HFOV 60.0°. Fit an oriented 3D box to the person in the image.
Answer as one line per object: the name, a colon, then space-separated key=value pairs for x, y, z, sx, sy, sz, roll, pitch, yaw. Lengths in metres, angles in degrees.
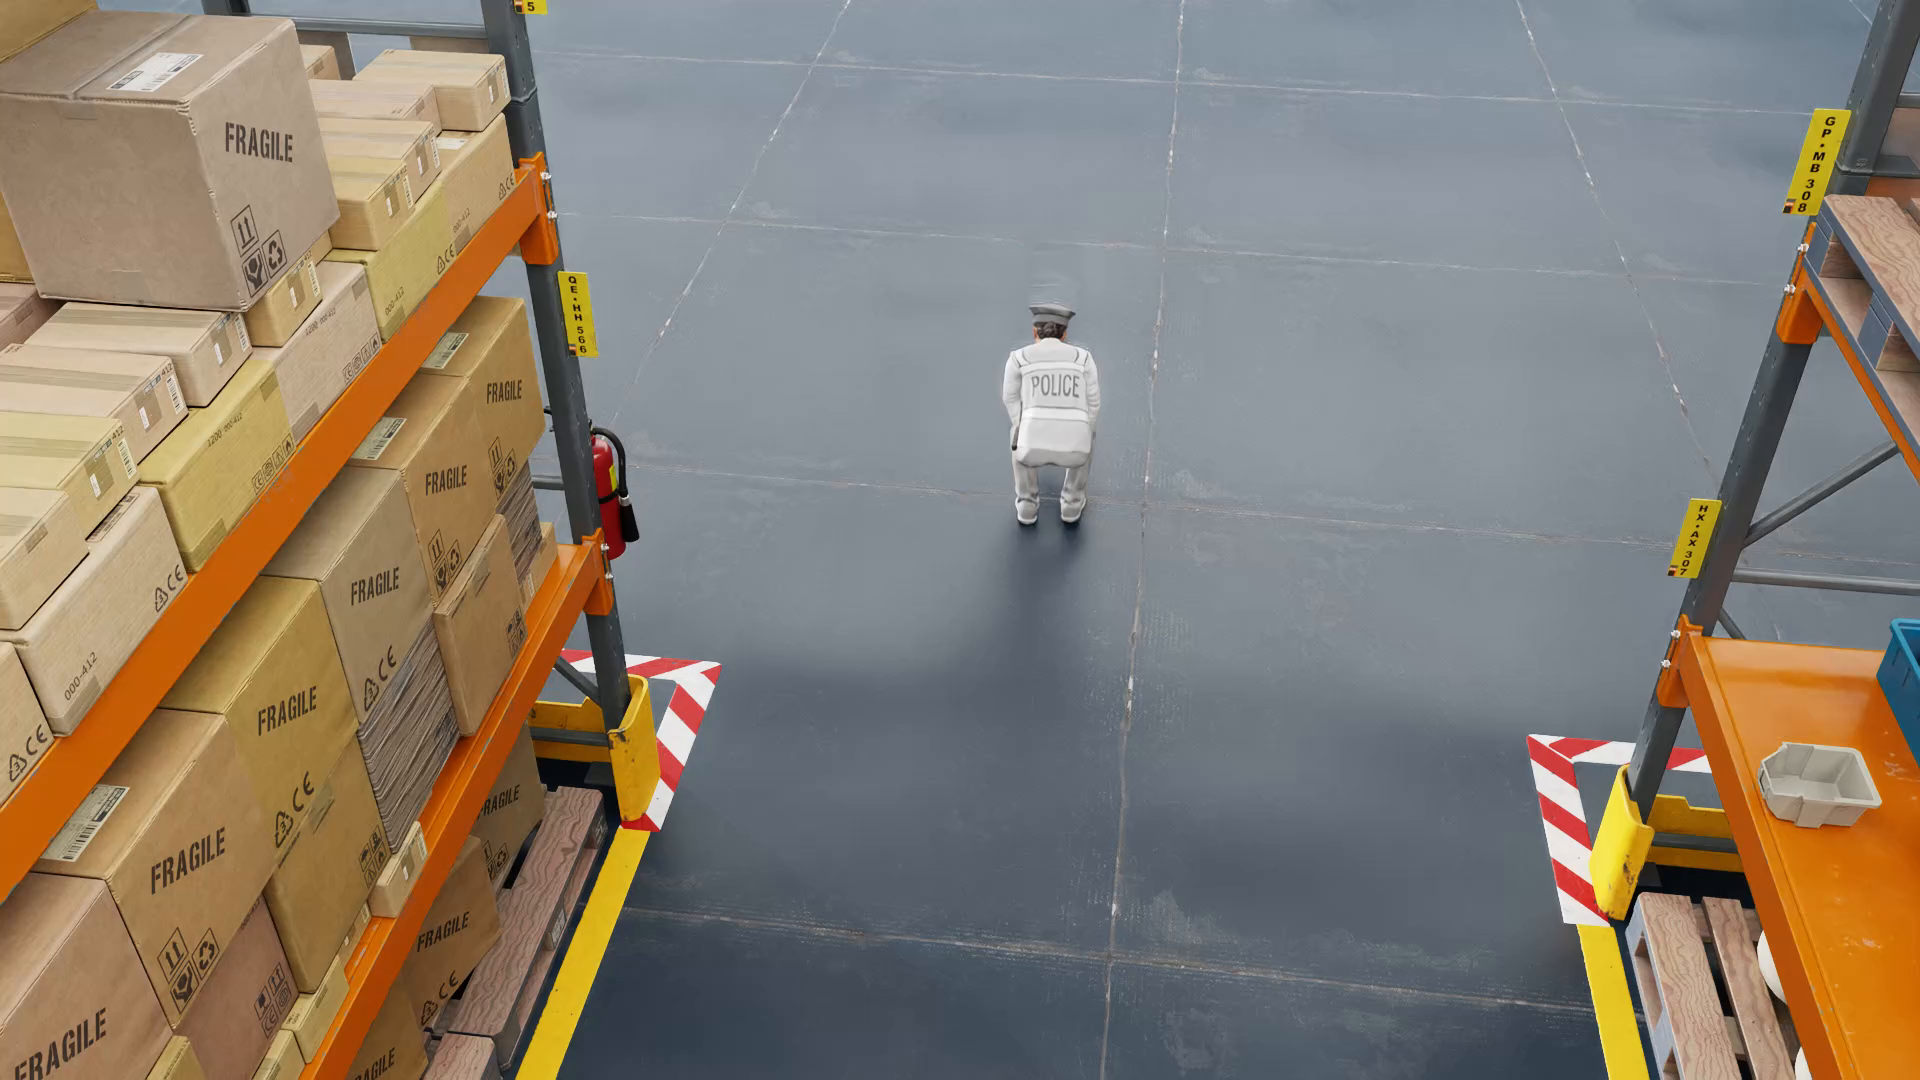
person: x=0.450 y=-0.620 z=8.416 sx=0.497 sy=1.036 sz=0.819 roll=4 pitch=37 yaw=6
